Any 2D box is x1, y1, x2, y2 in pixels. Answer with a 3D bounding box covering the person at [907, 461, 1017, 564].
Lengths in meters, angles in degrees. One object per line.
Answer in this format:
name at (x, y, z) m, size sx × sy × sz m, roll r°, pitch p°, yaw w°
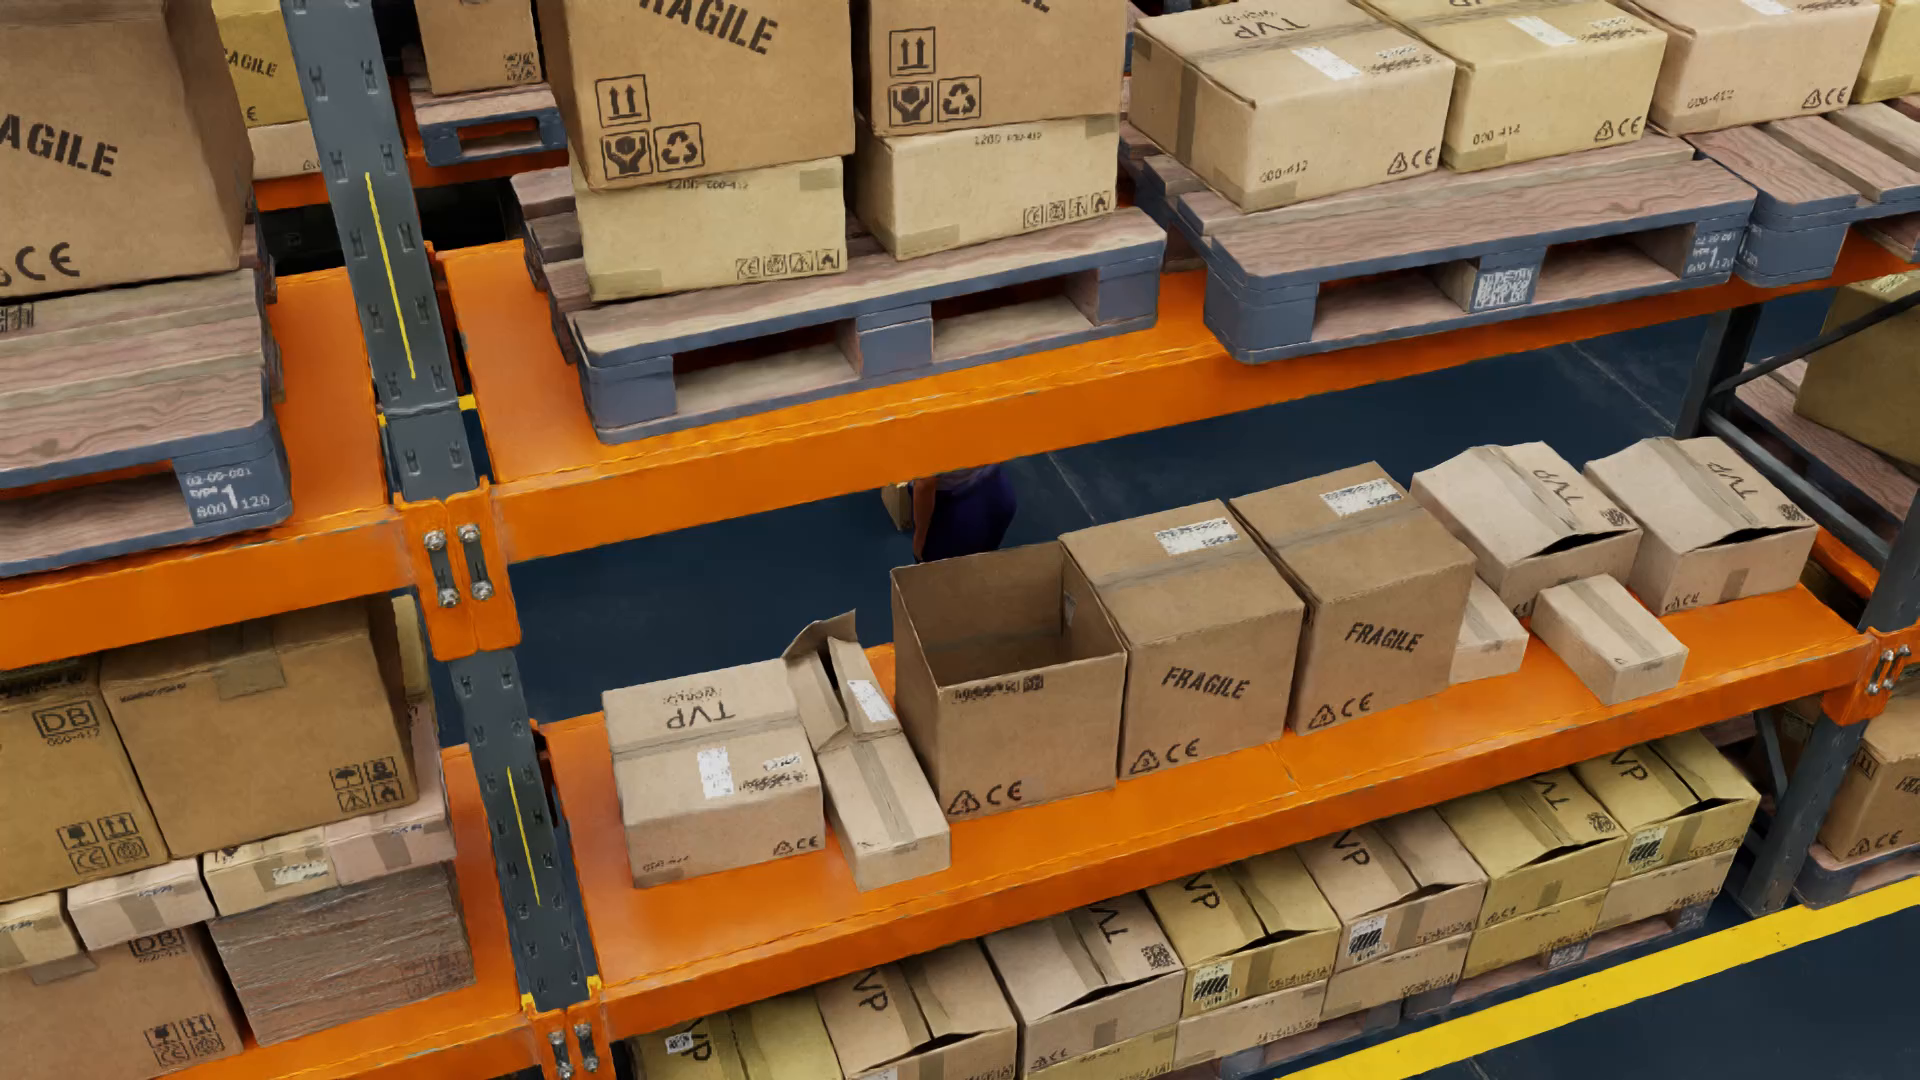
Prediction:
person at (-0.026, -0.107, 6.282) m, size 0.394 × 1.647 × 0.484 m, roll 26°, pitch 45°, yaw 29°
